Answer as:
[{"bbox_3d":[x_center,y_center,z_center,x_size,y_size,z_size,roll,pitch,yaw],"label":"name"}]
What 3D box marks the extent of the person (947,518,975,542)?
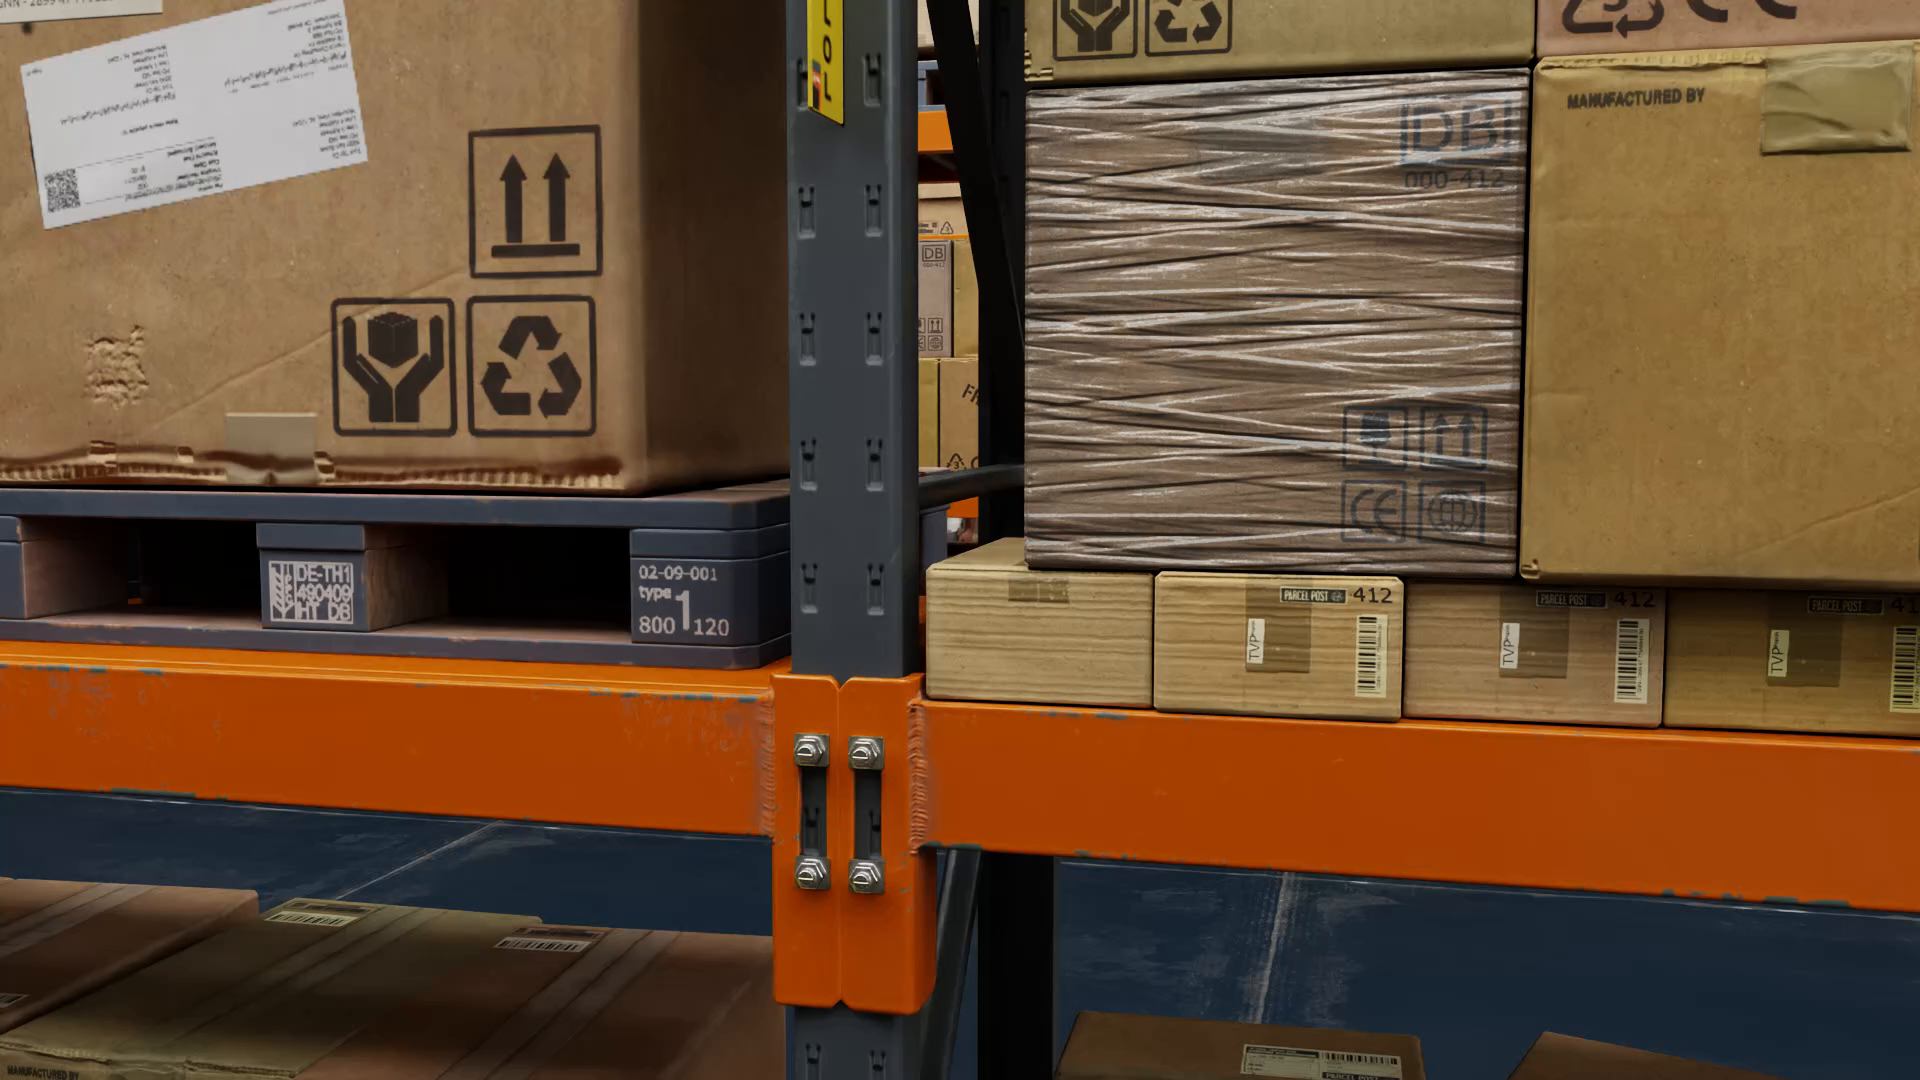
[{"bbox_3d":[-0.180,-0.039,9.456,0.563,1.777,0.354,1,5,15],"label":"person"}]
